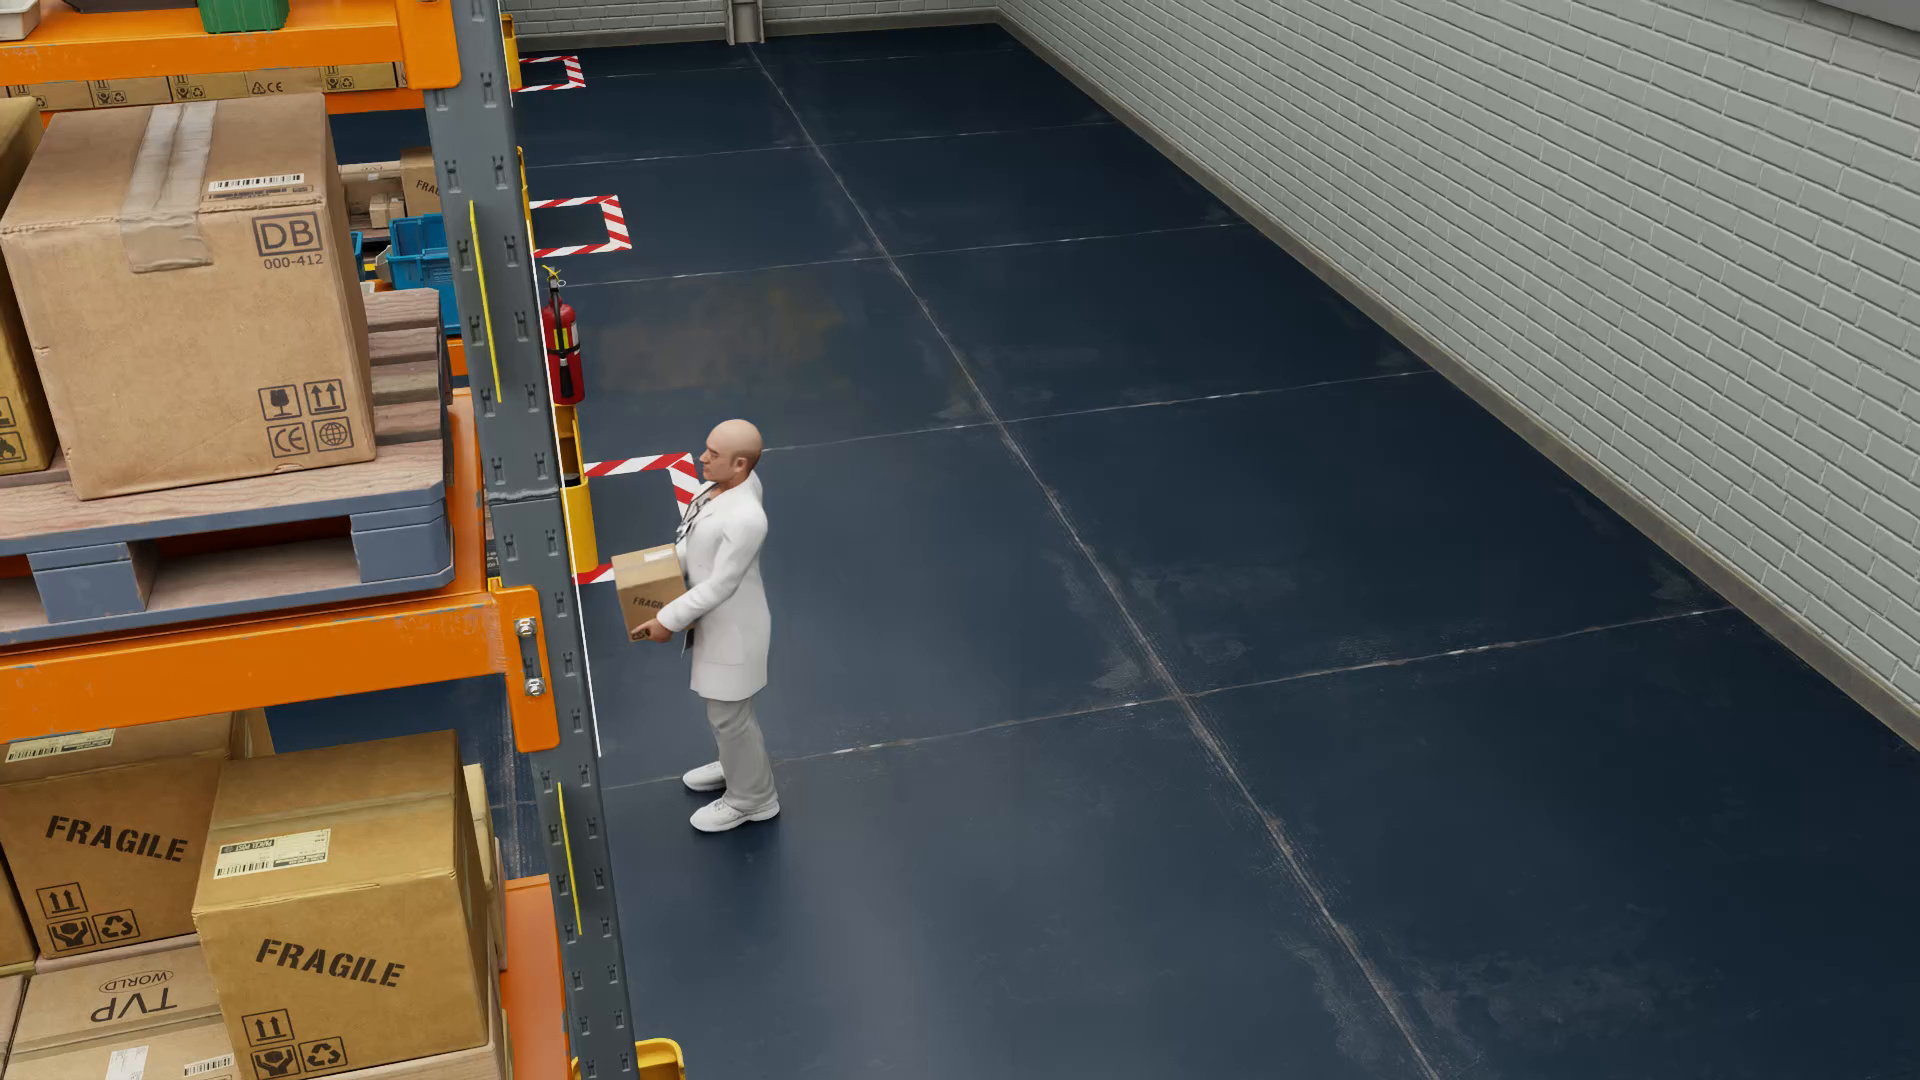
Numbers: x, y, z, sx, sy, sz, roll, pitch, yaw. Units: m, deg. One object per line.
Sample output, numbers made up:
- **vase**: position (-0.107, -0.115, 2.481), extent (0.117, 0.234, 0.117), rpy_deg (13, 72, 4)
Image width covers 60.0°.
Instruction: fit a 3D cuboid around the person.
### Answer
- **person**: position (-1.012, 0.344, 6.551), extent (0.563, 1.769, 0.530), rpy_deg (-8, 31, -13)
